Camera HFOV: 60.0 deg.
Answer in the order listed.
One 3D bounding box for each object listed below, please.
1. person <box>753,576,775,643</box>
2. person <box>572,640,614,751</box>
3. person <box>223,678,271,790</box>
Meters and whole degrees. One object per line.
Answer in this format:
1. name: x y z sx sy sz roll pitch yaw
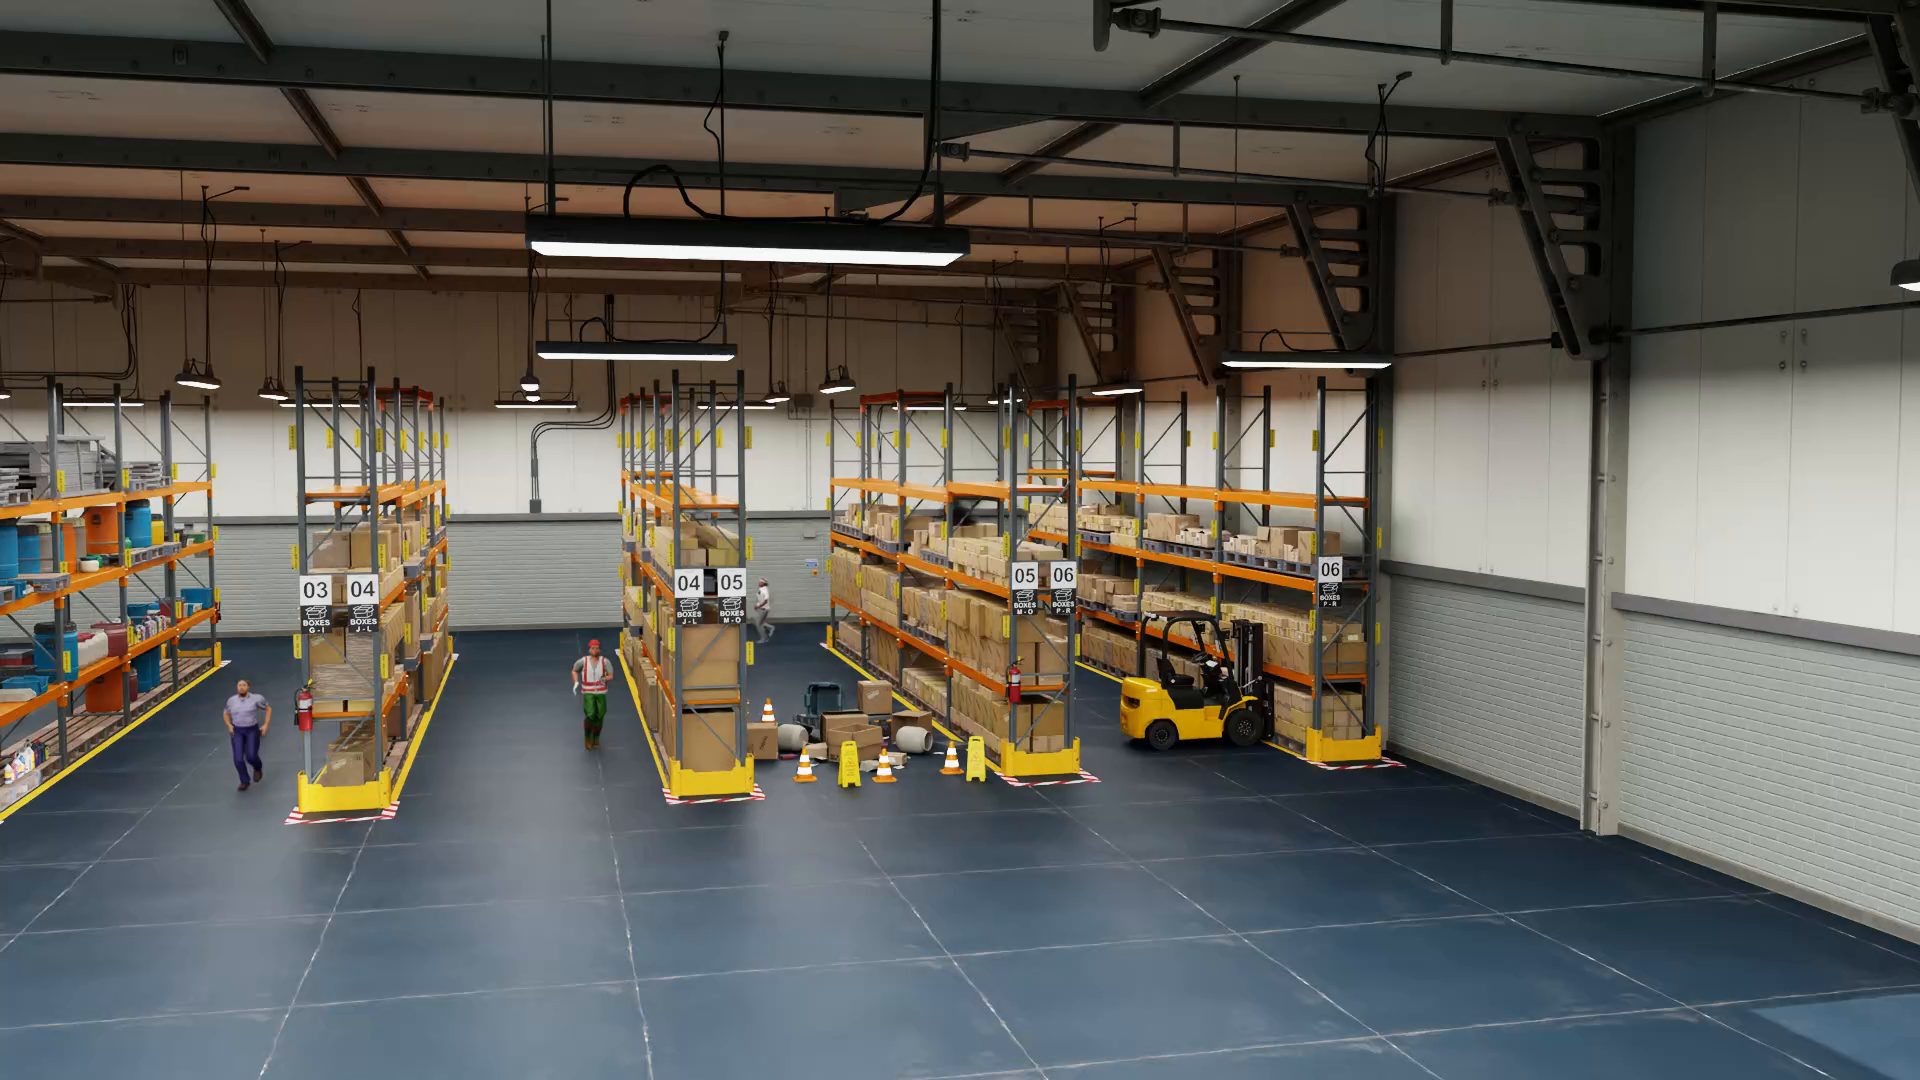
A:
1. person: -4.871 1.730 41.273 0.557 1.655 0.582 -1 3 -11
2. person: -5.912 2.503 26.879 0.640 1.785 0.700 -1 4 -21
3. person: -10.249 2.781 23.892 0.640 1.606 0.571 -1 3 -12
